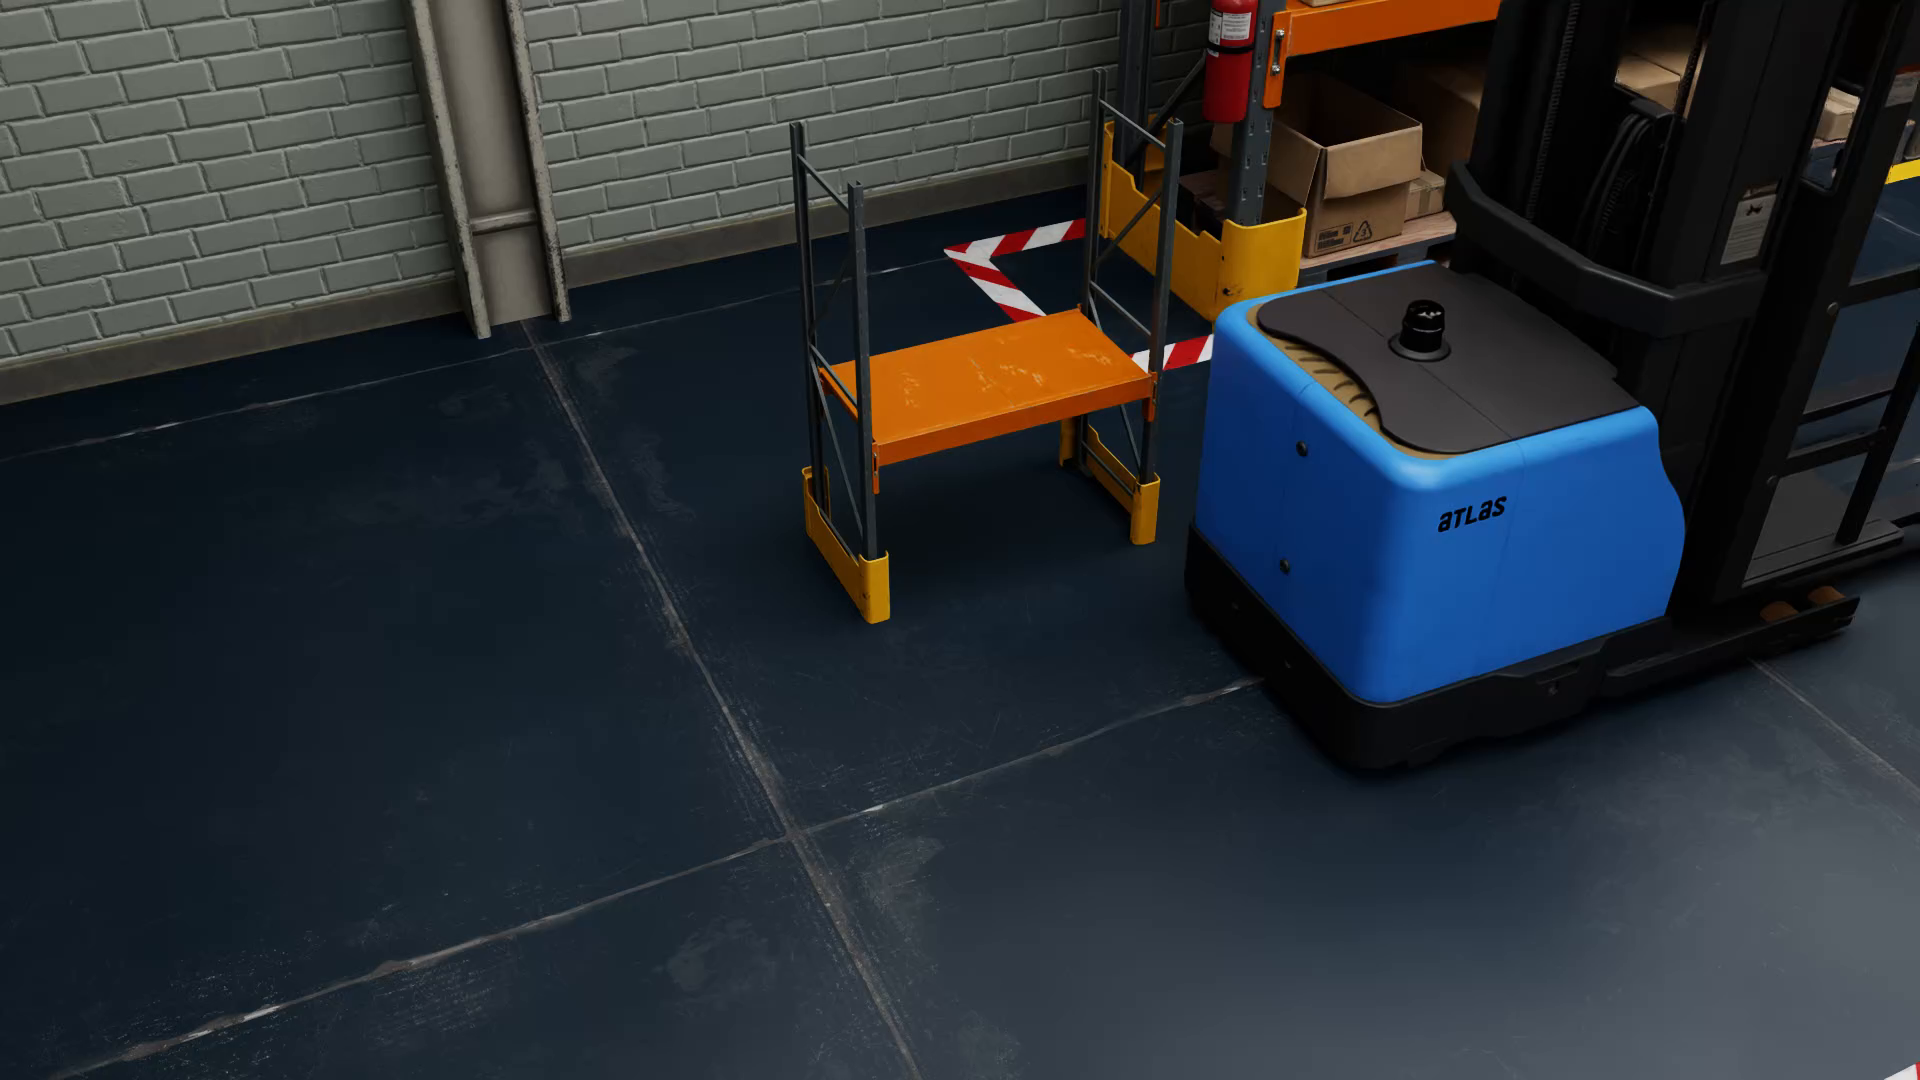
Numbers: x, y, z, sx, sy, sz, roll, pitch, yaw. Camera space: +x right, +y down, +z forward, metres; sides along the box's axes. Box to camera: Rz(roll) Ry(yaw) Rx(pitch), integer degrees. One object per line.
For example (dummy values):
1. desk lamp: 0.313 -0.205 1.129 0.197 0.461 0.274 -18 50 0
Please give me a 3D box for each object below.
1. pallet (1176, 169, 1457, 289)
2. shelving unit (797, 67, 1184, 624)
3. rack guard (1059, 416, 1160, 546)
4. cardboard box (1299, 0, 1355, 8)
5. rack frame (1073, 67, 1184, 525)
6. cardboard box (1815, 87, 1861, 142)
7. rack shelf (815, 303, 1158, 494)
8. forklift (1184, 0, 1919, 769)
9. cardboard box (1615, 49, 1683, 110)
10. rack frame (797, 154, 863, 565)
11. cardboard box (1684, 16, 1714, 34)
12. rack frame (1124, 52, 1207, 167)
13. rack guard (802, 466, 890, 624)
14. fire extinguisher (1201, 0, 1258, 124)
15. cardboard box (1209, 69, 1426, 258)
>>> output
1. pallet: 1.736 -1.464 7.547 1.213 0.211 1.003 -16 39 -20
2. shelving unit: 0.069 -0.622 5.329 1.083 1.500 0.587 -16 39 -20
3. rack guard: 0.520 -0.246 5.871 0.087 0.250 0.587 -16 39 -20
4. cardboard box: 1.360 -2.197 6.405 0.250 0.149 0.380 -16 39 -20
5. rack frame: 0.537 -0.753 5.506 0.032 1.500 0.500 -16 39 -20
6. cardboard box: 4.187 -2.099 8.103 0.250 0.149 0.380 -17 40 -21
7. rack shelf: 0.077 -0.480 5.439 1.000 0.185 0.538 -16 39 -20
8. forklift: 2.298 -1.091 4.761 3.031 2.935 1.130 -15 39 -19
9. cardboard box: 2.851 -1.906 7.548 0.500 0.500 0.500 -15 39 -19
10. rack frame: -0.384 -0.496 5.160 0.013 1.308 0.475 -16 39 -20
11. cardboard box: 3.868 -2.424 8.404 0.500 0.311 0.500 -14 39 -18
12. rack frame: 0.947 -2.361 6.415 0.053 2.616 0.949 -16 39 -20
13. rack guard: -0.382 0.006 5.532 0.087 0.250 0.587 -16 39 -20
14. fire extinguisher: 1.009 -1.895 6.165 0.183 0.674 0.296 -16 39 -20
15. cardboard box: 1.539 -1.632 7.175 0.637 0.503 0.797 -17 40 -22
